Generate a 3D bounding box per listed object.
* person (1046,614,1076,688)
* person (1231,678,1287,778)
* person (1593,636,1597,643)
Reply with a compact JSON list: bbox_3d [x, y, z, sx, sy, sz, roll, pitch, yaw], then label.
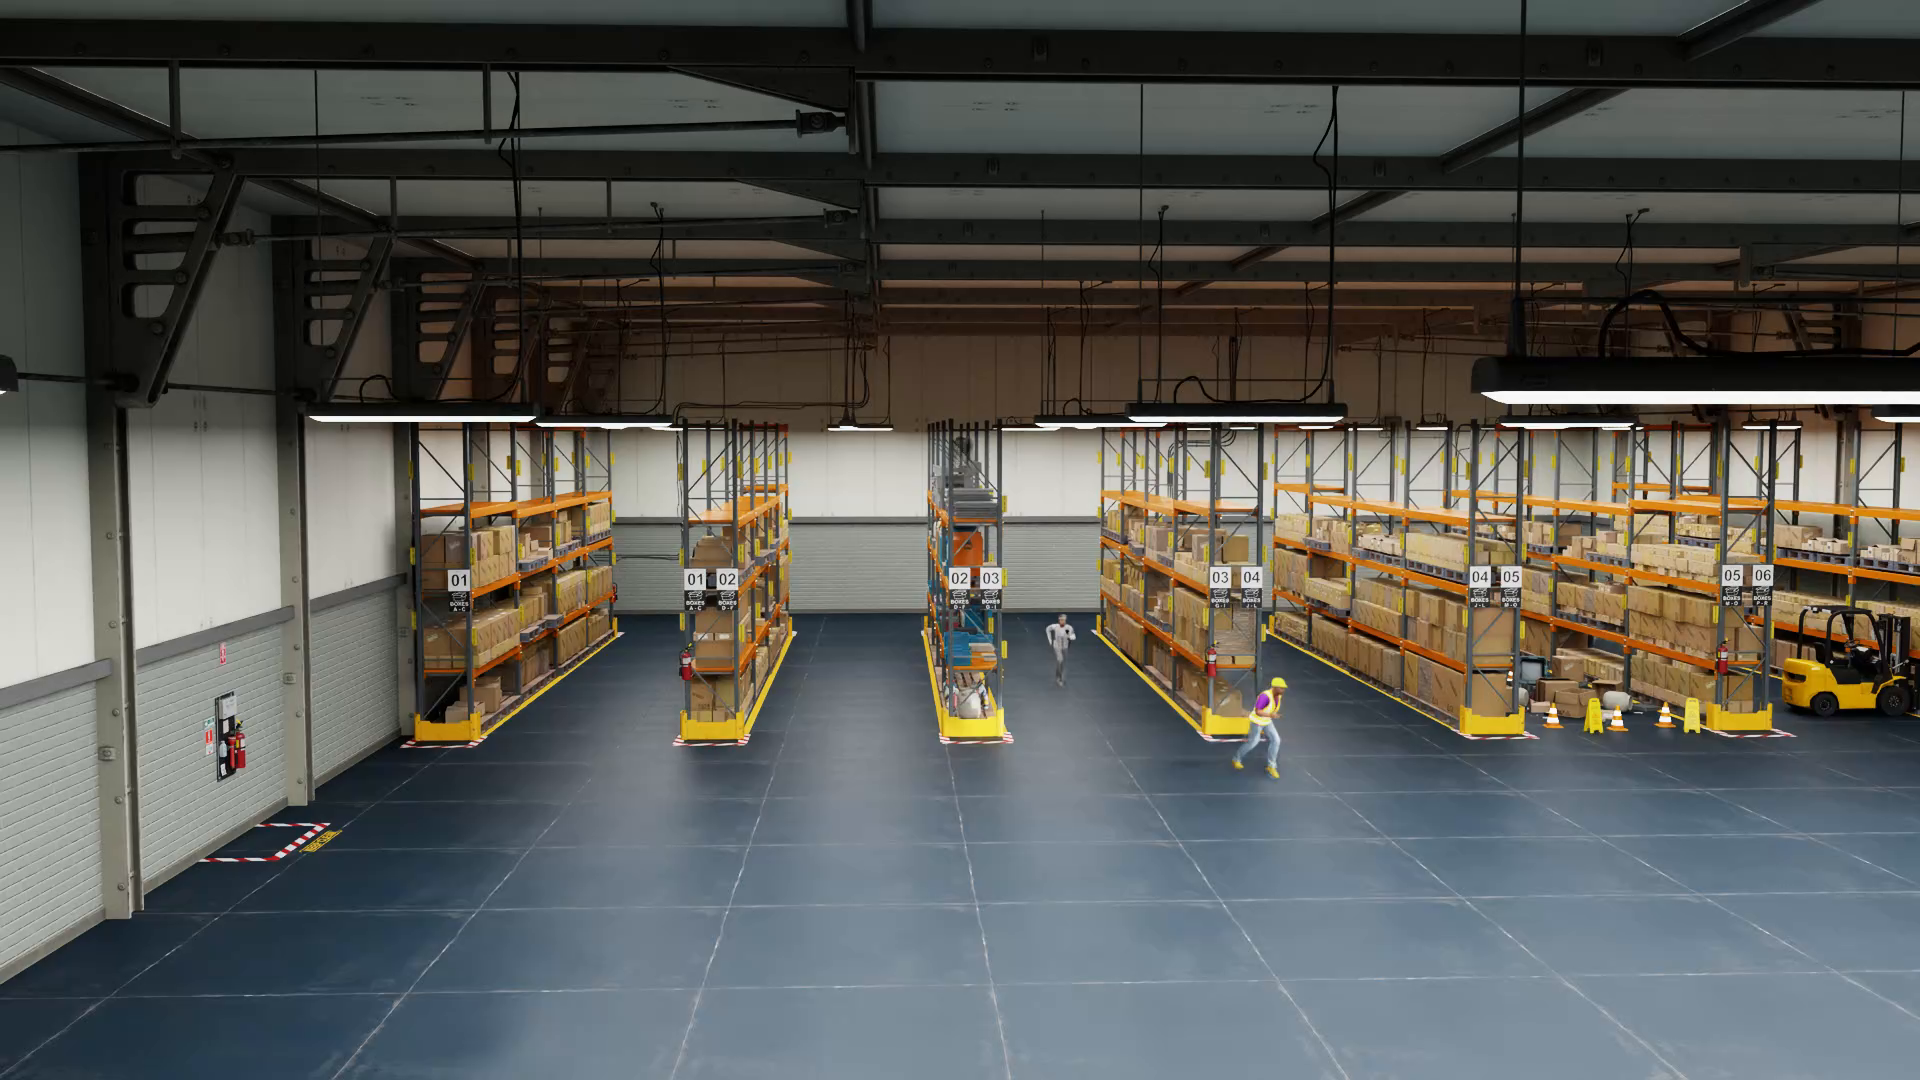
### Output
[{"bbox_3d":[2.283,2.487,37.749,0.606,1.674,0.906,-1,4,-12],"label":"person"},{"bbox_3d":[5.033,3.129,27.919,1.037,1.715,0.747,3,5,40],"label":"person"},{"bbox_3d":[16.946,1.996,45.098,0.597,1.703,0.857,-1,4,-16],"label":"person"}]
